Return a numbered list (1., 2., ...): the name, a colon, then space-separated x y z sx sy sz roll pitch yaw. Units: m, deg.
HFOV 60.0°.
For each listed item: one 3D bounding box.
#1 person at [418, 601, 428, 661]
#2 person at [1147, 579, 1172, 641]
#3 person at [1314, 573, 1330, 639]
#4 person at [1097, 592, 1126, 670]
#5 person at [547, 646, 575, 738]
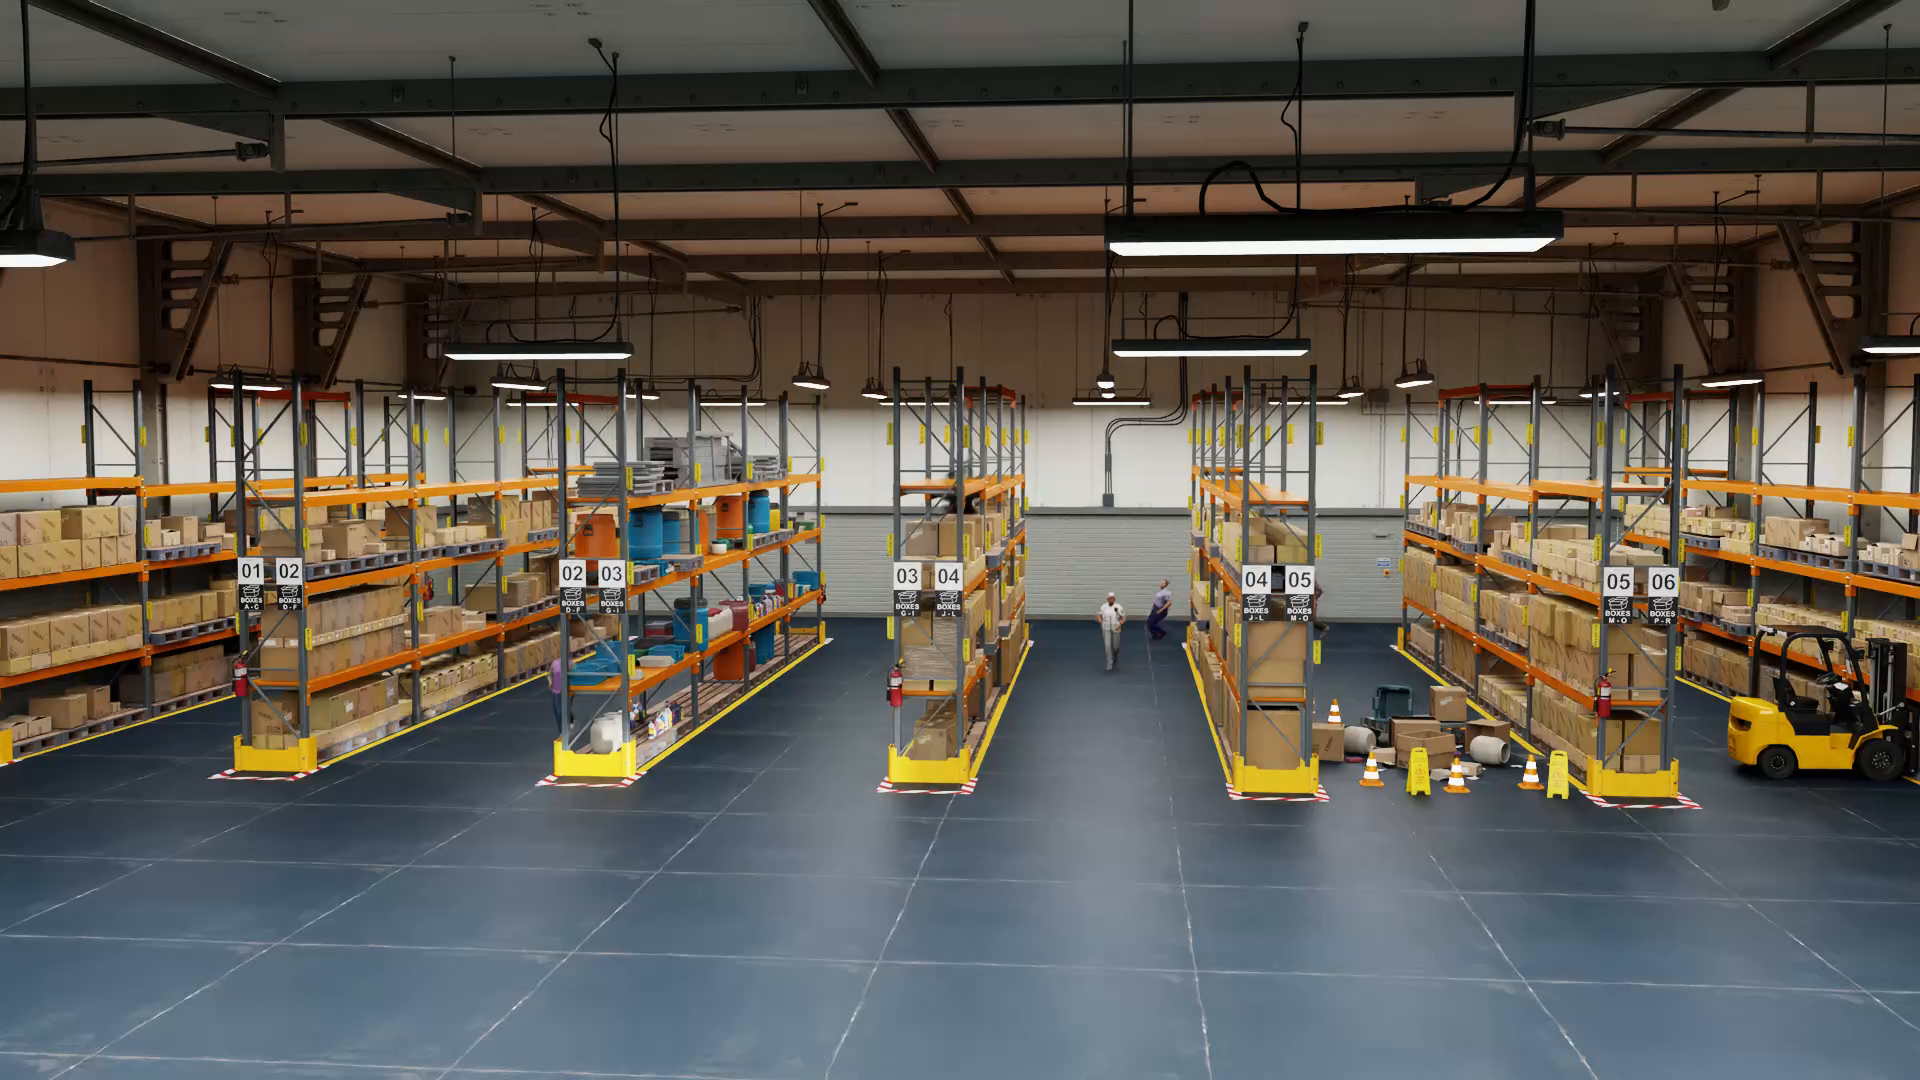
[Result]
1. person: -10.865 2.115 33.378 0.648 1.632 0.613 0 4 -1
2. person: 4.842 1.717 40.585 0.516 1.555 0.709 0 4 -8
3. person: 8.537 1.590 40.436 0.965 1.761 0.718 0 4 3
4. person: 3.277 1.954 36.012 0.618 1.648 0.719 0 4 8
5. person: -6.558 2.521 27.442 0.532 1.550 0.559 0 4 1
